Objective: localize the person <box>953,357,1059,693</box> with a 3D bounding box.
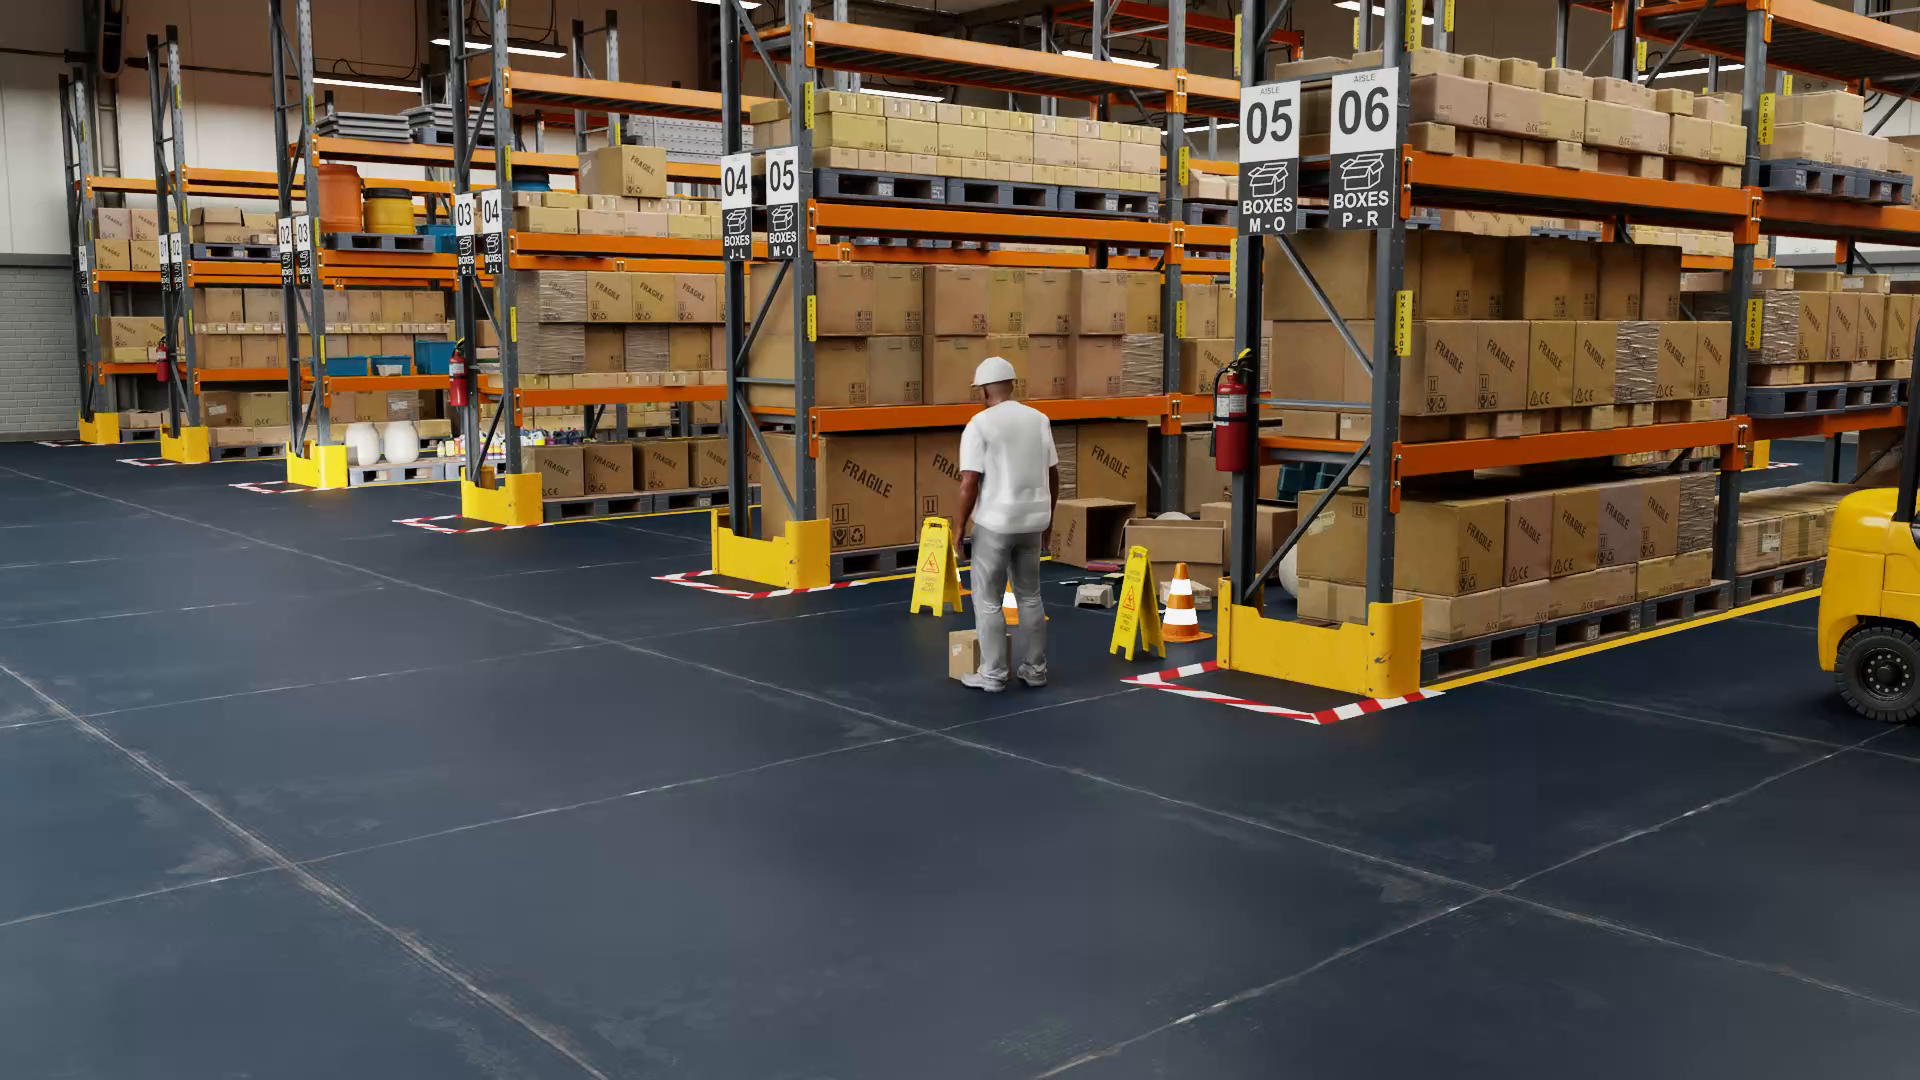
[{"bbox_3d":[0.240,-0.088,8.827,0.629,1.761,0.457,-5,9,-32],"label":"person"}]
